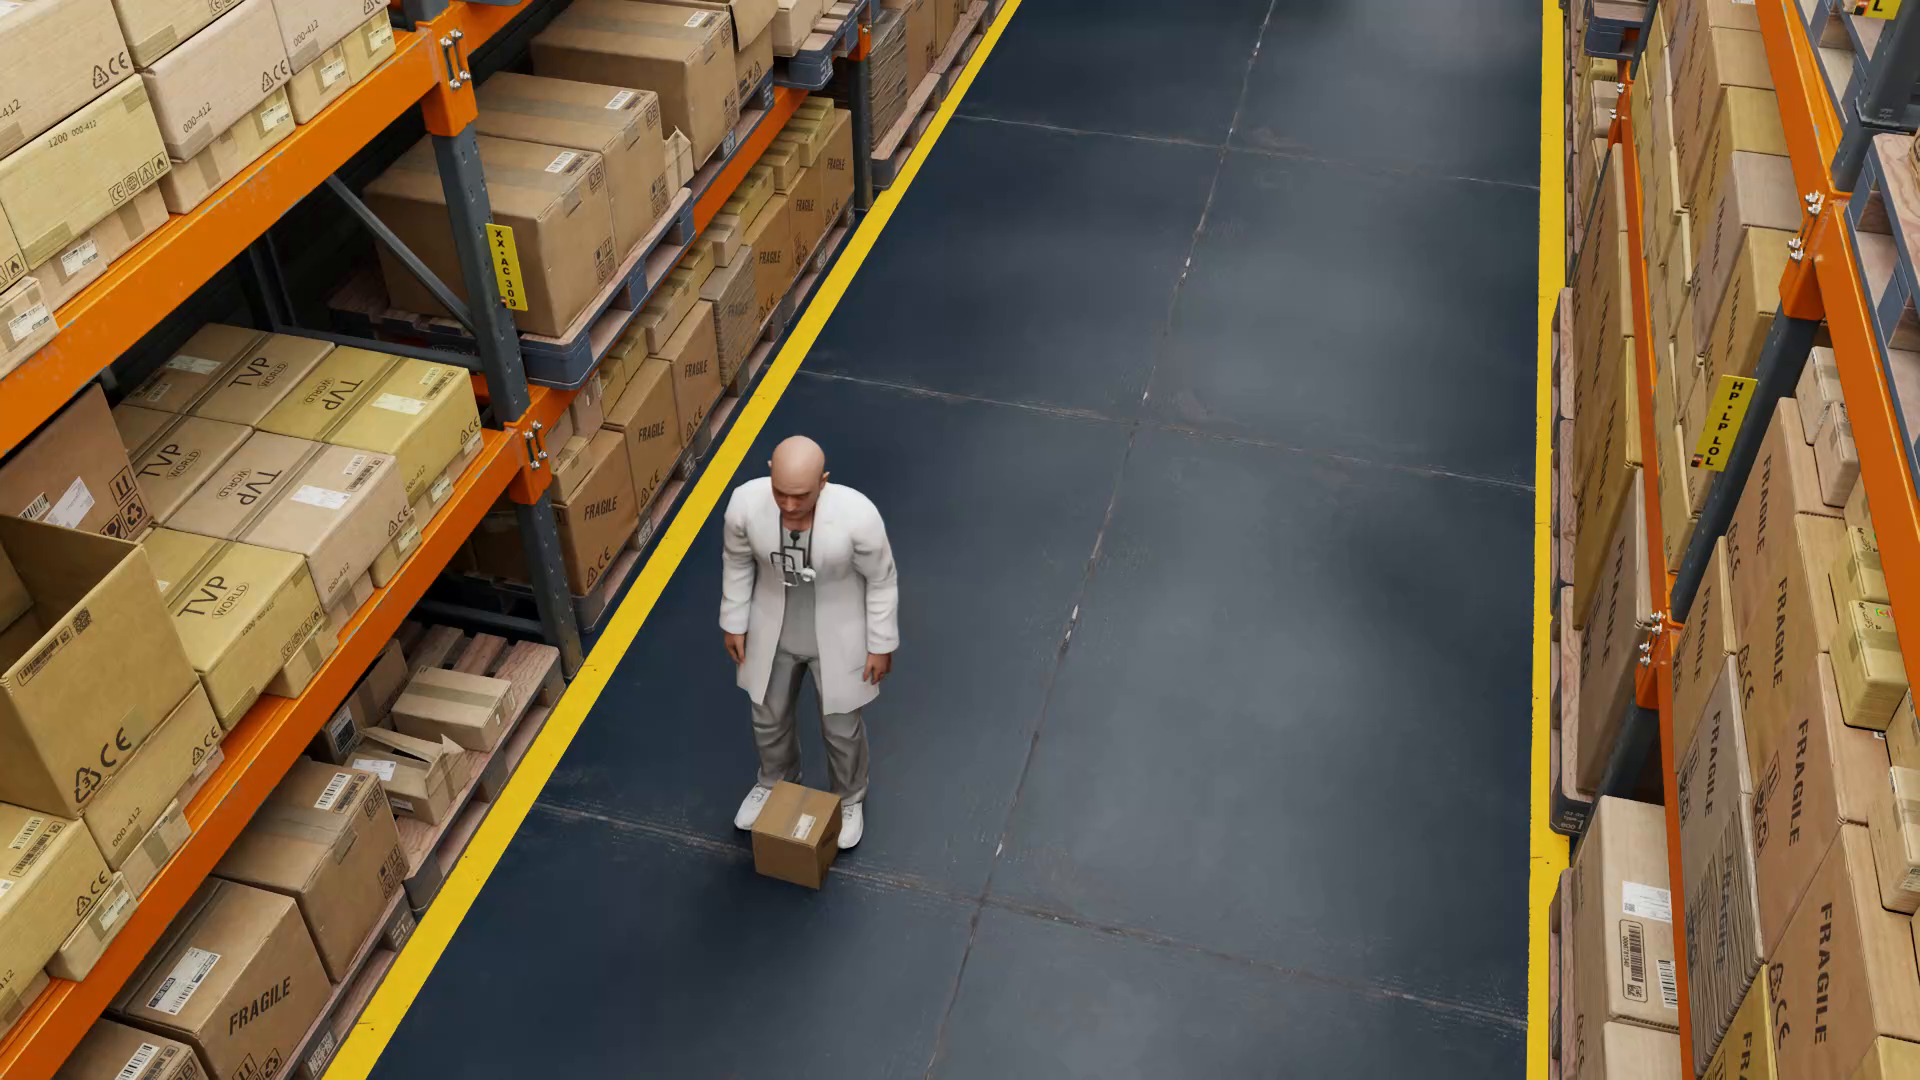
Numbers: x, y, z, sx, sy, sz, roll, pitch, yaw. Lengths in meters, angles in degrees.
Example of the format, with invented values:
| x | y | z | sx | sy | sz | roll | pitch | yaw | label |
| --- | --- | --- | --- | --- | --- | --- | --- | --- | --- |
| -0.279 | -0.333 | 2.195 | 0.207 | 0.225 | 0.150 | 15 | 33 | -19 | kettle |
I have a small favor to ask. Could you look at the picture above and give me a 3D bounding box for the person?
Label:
| x | y | z | sx | sy | sz | roll | pitch | yaw | label |
| --- | --- | --- | --- | --- | --- | --- | --- | --- | --- |
| -0.526 | 0.339 | 5.774 | 0.643 | 1.772 | 0.429 | 8 | 41 | 9 | person |
